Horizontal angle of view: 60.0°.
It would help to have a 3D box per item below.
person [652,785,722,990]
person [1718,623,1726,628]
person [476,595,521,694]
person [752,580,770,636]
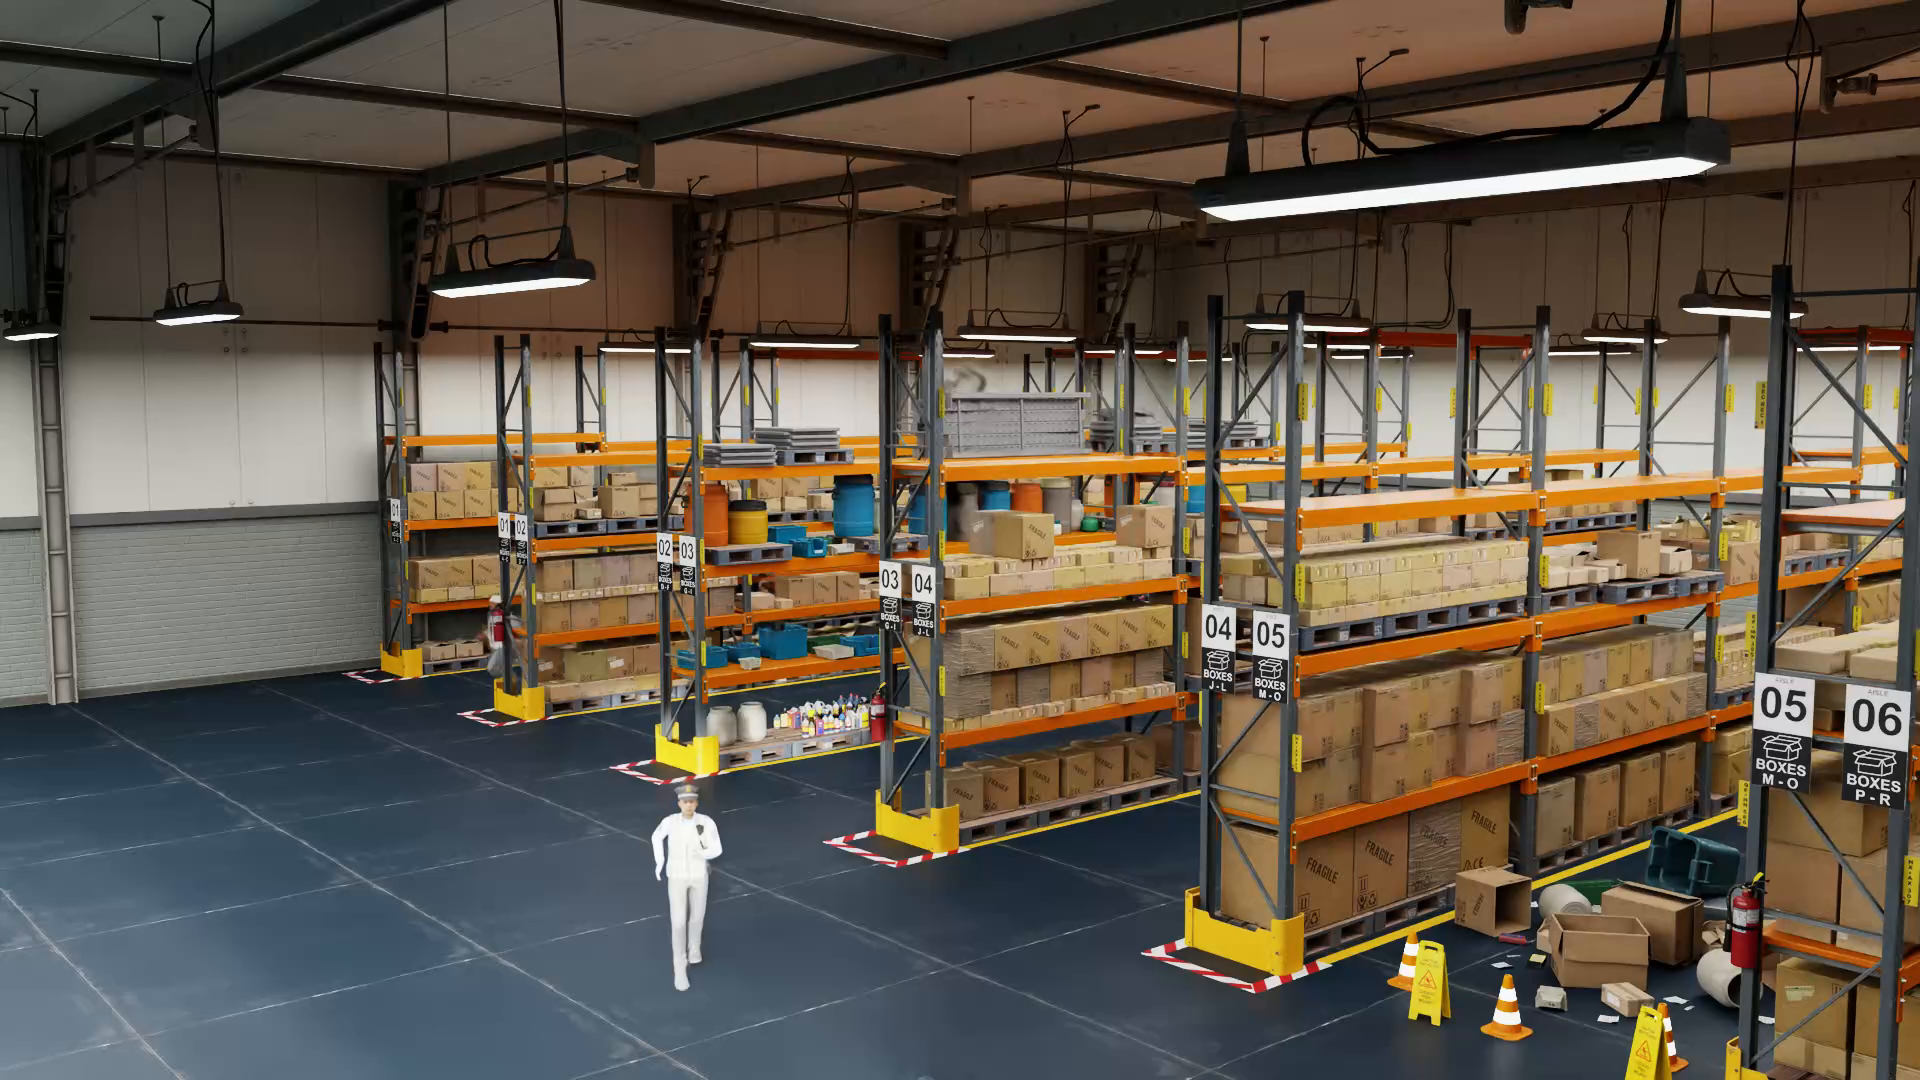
[{"bbox_3d":[-2.387,2.994,14.595,0.583,1.752,0.765,-1,5,-14],"label":"person"},{"bbox_3d":[11.479,2.073,24.995,0.609,1.678,0.576,-3,6,-33],"label":"person"},{"bbox_3d":[-7.684,1.773,27.729,0.709,1.725,0.667,-5,7,-44],"label":"person"},{"bbox_3d":[-3.767,1.536,31.393,0.492,1.552,0.503,-5,7,-43],"label":"person"}]
